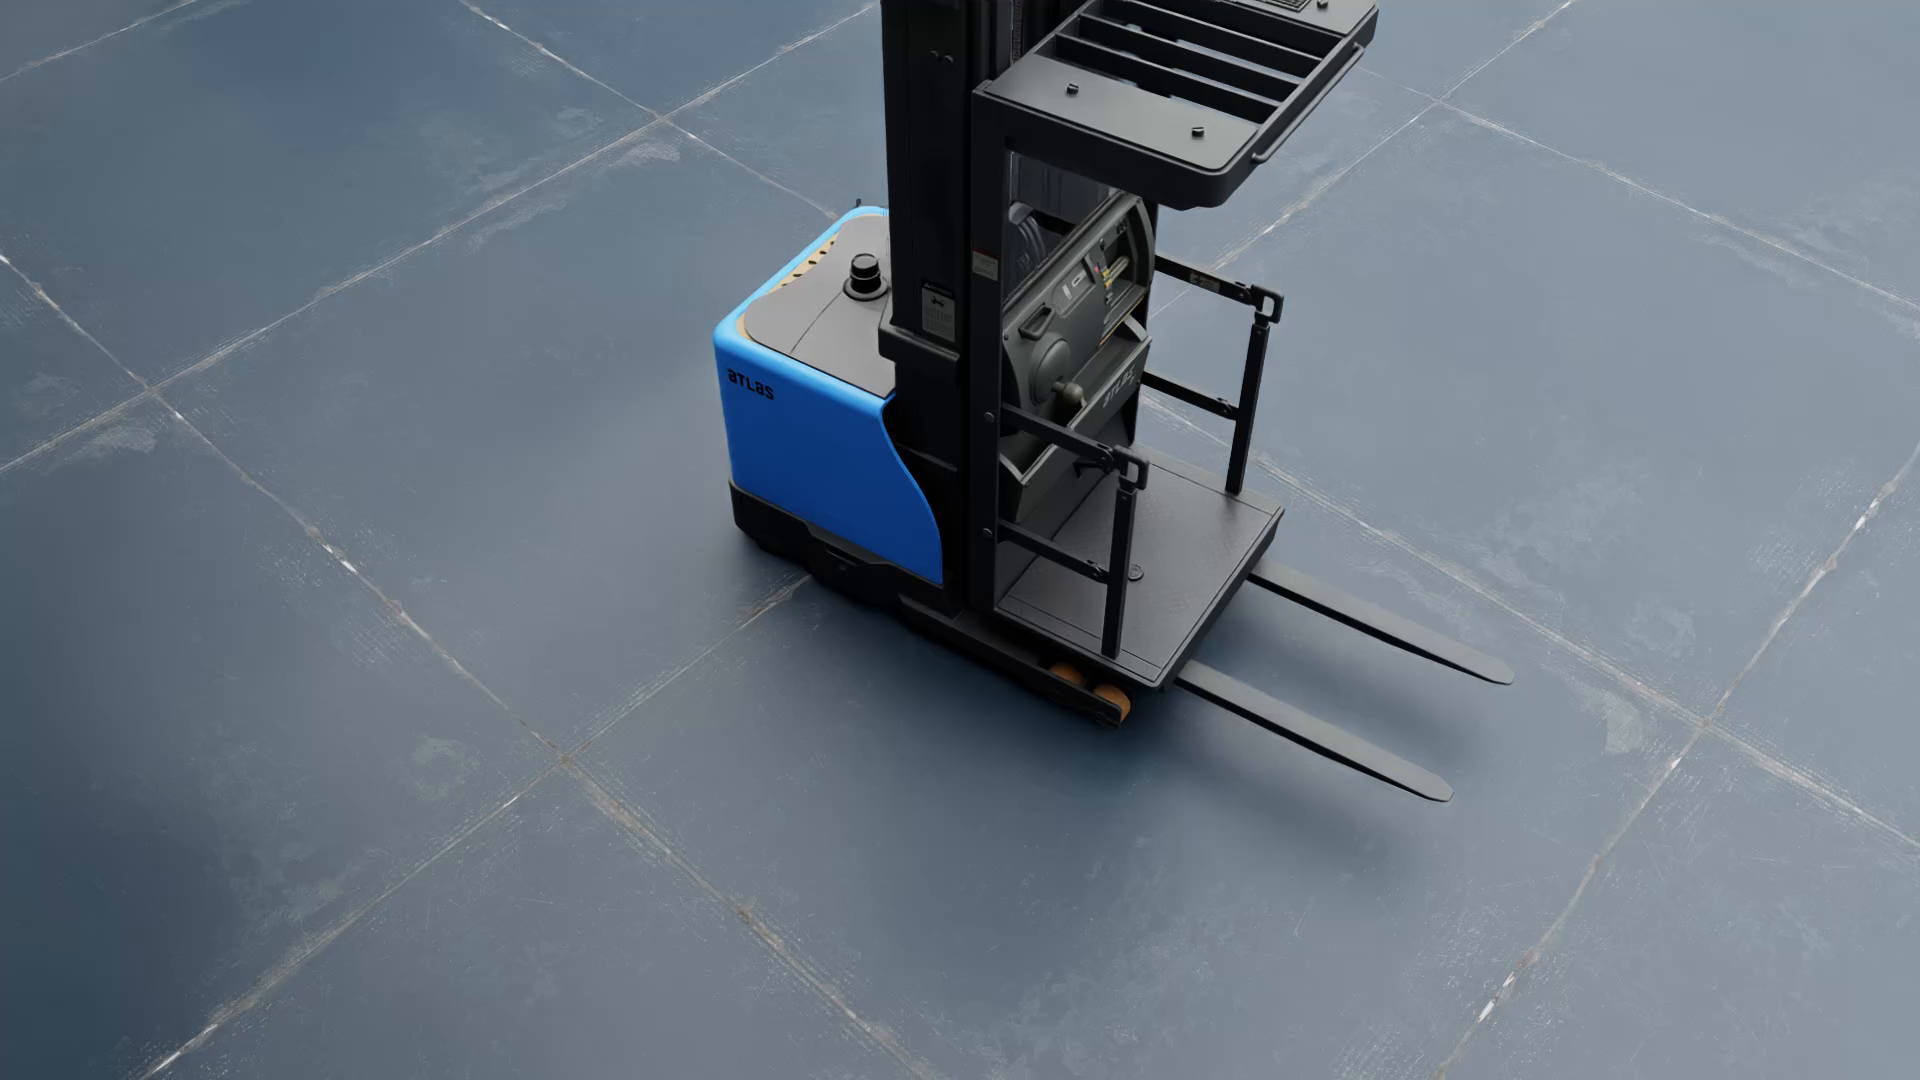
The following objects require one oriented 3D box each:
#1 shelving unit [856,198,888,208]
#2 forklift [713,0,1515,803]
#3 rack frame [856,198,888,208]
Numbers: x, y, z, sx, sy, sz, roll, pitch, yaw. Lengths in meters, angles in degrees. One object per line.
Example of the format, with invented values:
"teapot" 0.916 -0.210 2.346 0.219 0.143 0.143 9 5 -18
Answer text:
"shelving unit" -0.288 -1.076 7.252 0.258 0.900 0.210 -14 48 -13
"forklift" 0.585 -0.753 5.555 3.031 2.935 1.130 25 52 22
"rack frame" -0.321 -1.146 7.318 0.240 0.900 0.006 -14 48 -13
